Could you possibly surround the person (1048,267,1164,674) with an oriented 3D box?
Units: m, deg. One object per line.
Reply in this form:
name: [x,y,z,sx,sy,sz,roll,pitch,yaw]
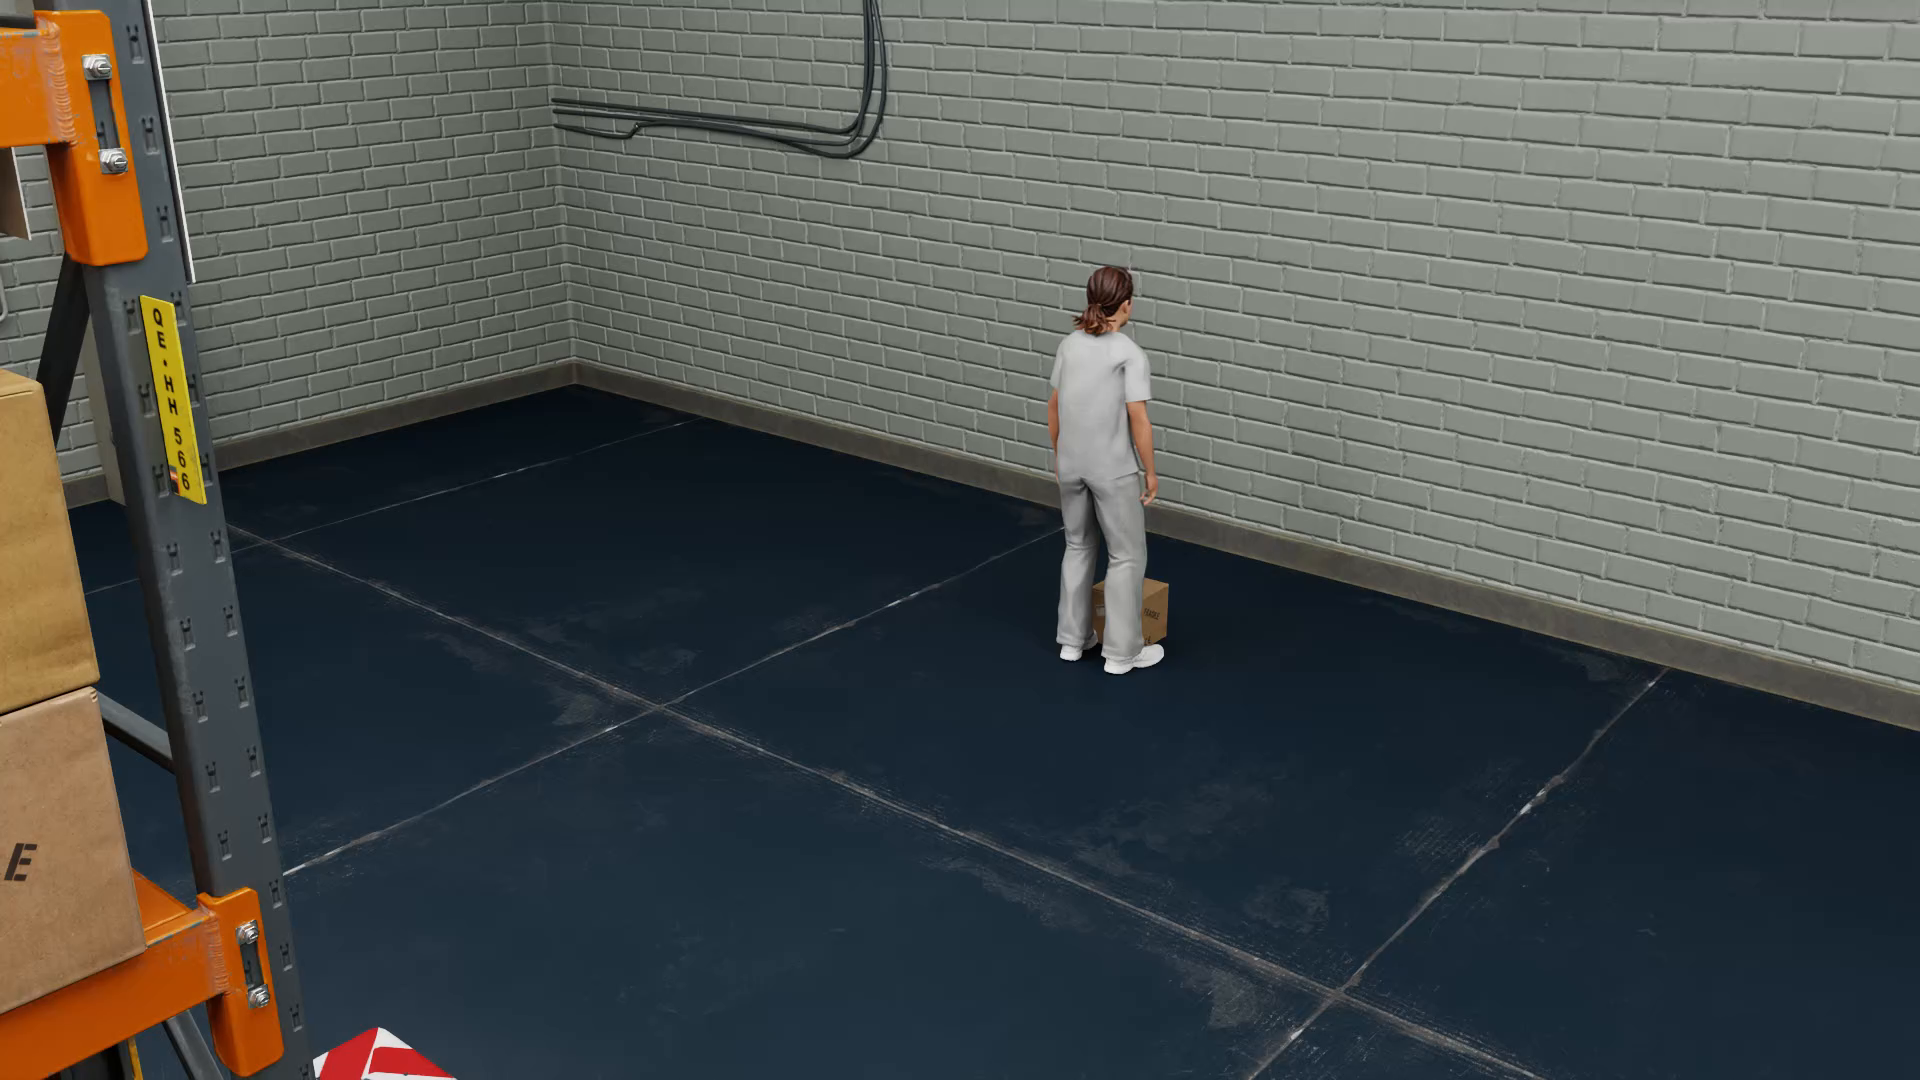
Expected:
person: [0.586,-0.284,6.846,0.502,1.672,0.351,15,25,35]
